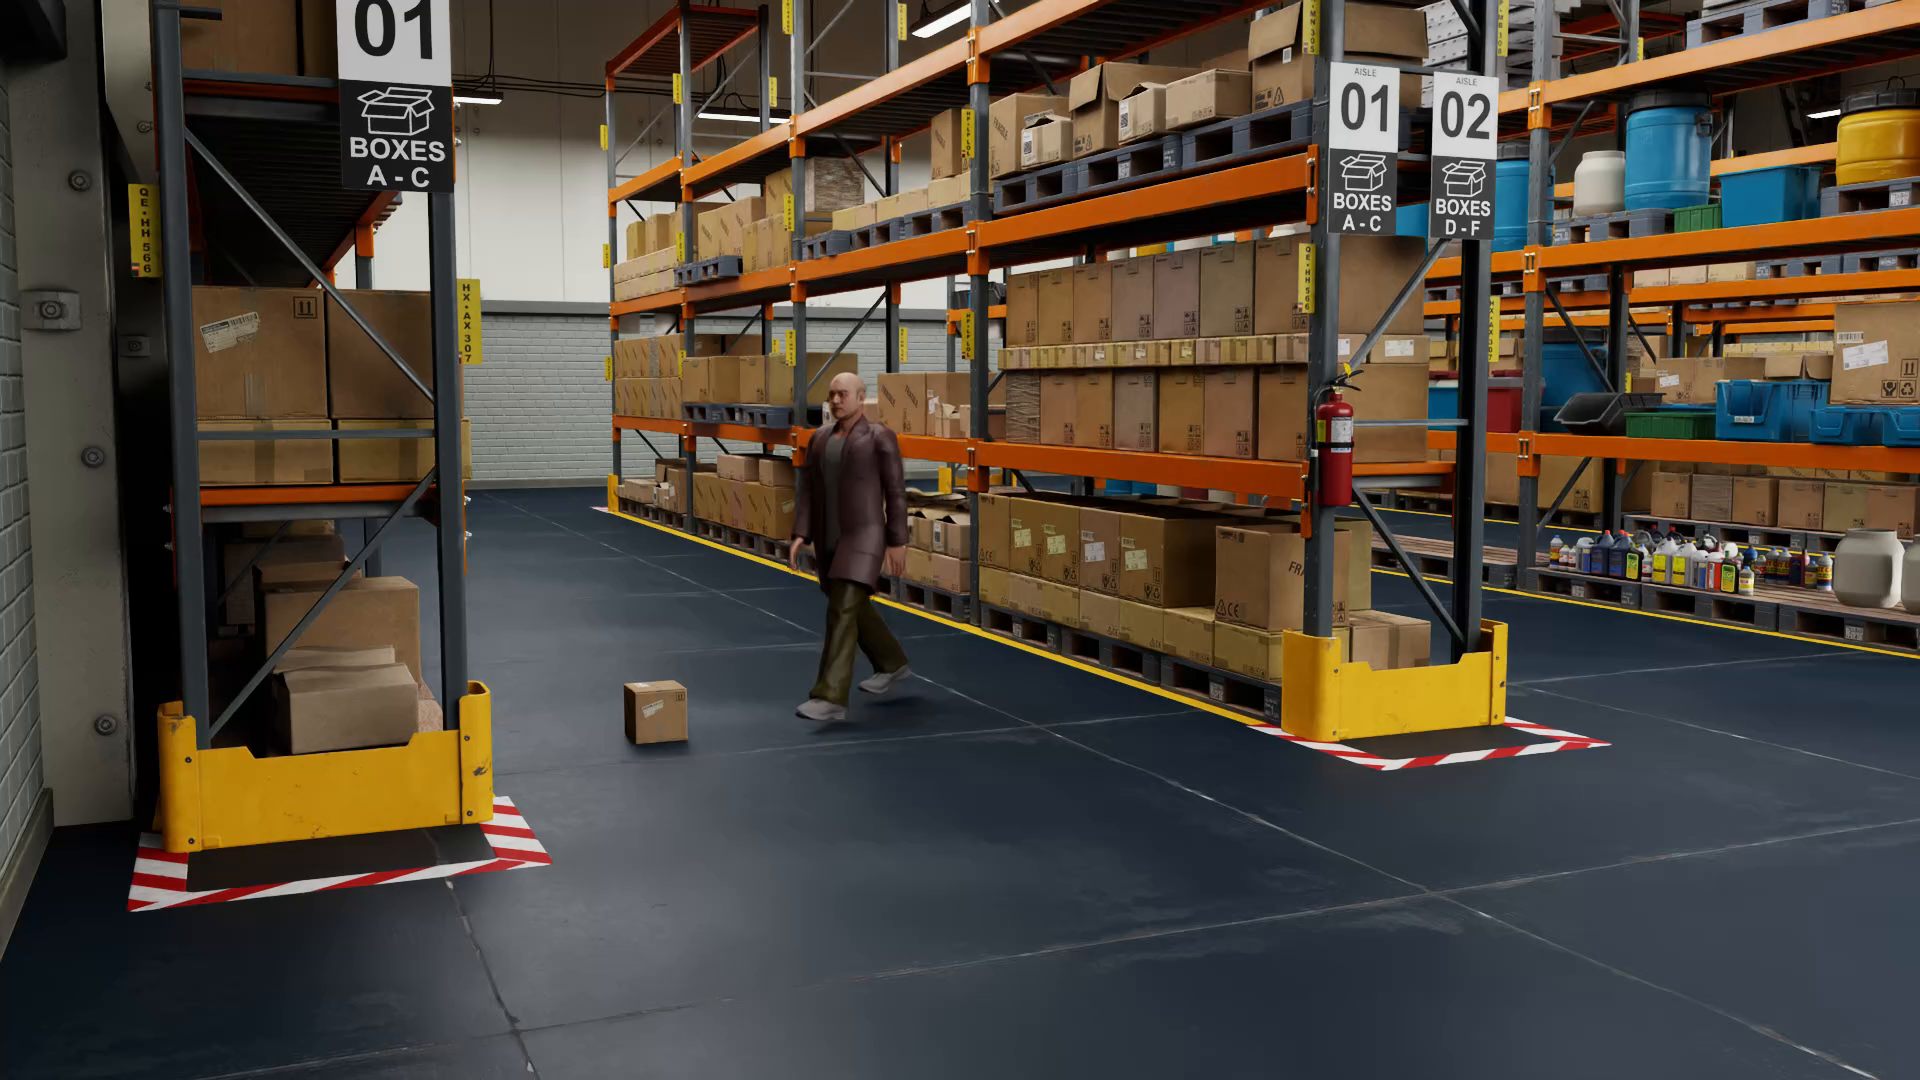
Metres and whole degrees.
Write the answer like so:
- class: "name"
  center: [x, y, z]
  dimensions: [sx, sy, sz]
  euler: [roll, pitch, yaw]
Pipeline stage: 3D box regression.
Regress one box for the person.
- class: "person"
  center: [-0.579, 0.012, 8.546]
  dimensions: [0.581, 1.737, 1.093]
  euler: [4, 7, 37]
